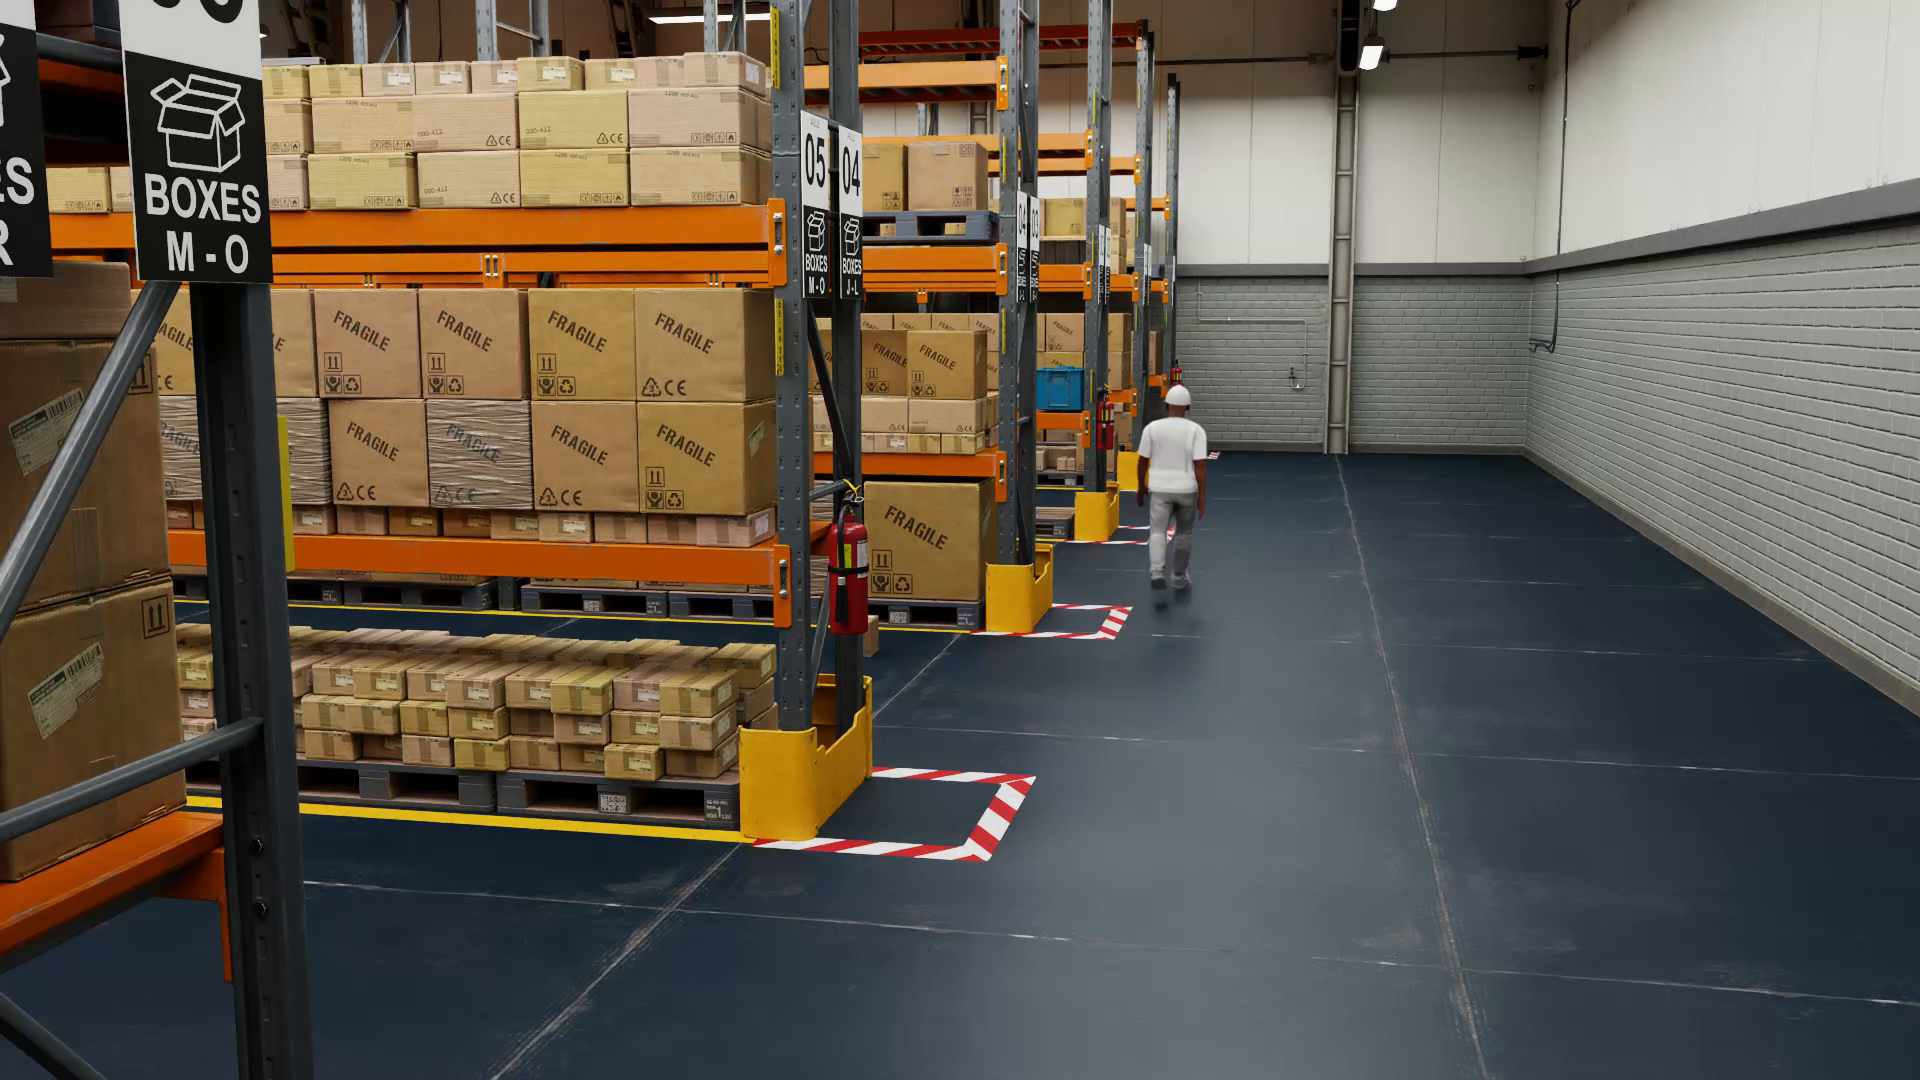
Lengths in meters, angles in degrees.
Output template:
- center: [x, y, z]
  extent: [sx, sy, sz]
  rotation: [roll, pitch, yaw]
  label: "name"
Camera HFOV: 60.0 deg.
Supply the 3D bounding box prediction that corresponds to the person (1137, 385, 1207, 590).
- center: [1.742, -0.413, 13.725]
  extent: [0.579, 1.729, 0.986]
  rotation: [1, 8, 9]
  label: "person"
